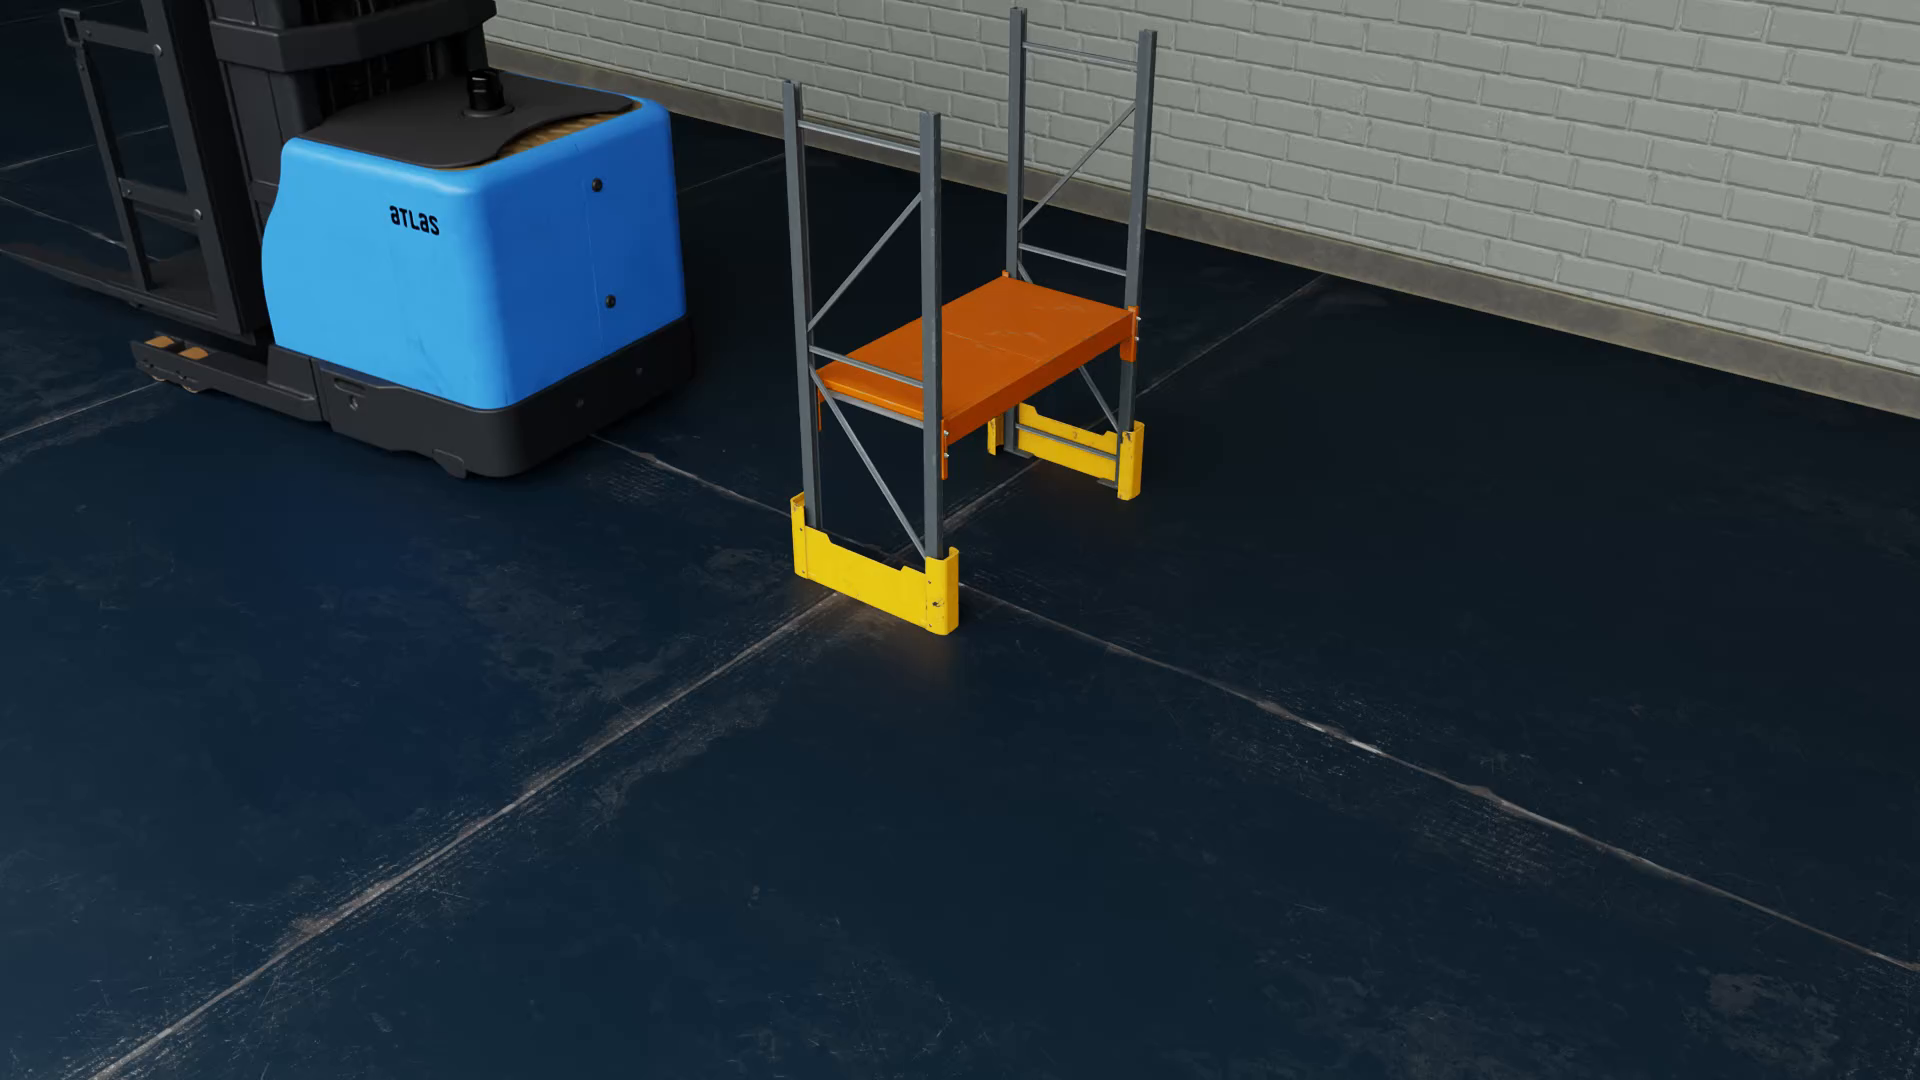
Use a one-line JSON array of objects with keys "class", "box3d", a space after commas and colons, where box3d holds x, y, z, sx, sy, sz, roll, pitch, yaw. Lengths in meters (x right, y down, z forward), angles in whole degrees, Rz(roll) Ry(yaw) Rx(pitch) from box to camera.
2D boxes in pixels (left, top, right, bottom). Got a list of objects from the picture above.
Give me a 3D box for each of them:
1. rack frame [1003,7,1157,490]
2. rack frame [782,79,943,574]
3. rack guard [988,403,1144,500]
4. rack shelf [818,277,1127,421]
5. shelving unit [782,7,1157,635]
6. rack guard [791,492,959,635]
[{"class": "rack frame", "box3d": [0.358, -0.887, 5.275, 0.500, 1.500, 0.032, 21, 37, 31]}, {"class": "rack frame", "box3d": [-0.255, -0.473, 4.577, 0.500, 1.500, 0.032, 21, 37, 31]}, {"class": "rack guard", "box3d": [0.347, -0.341, 5.580, 0.587, 0.250, 0.087, 21, 37, 31]}, {"class": "rack shelf", "box3d": [0.052, -0.583, 4.984, 0.459, 0.026, 0.952, 21, 37, 31]}, {"class": "shelving unit", "box3d": [0.046, -0.676, 4.920, 0.587, 1.500, 1.083, 21, 37, 31]}, {"class": "rack guard", "box3d": [-0.255, 0.064, 4.897, 0.587, 0.250, 0.087, 21, 37, 31]}]
